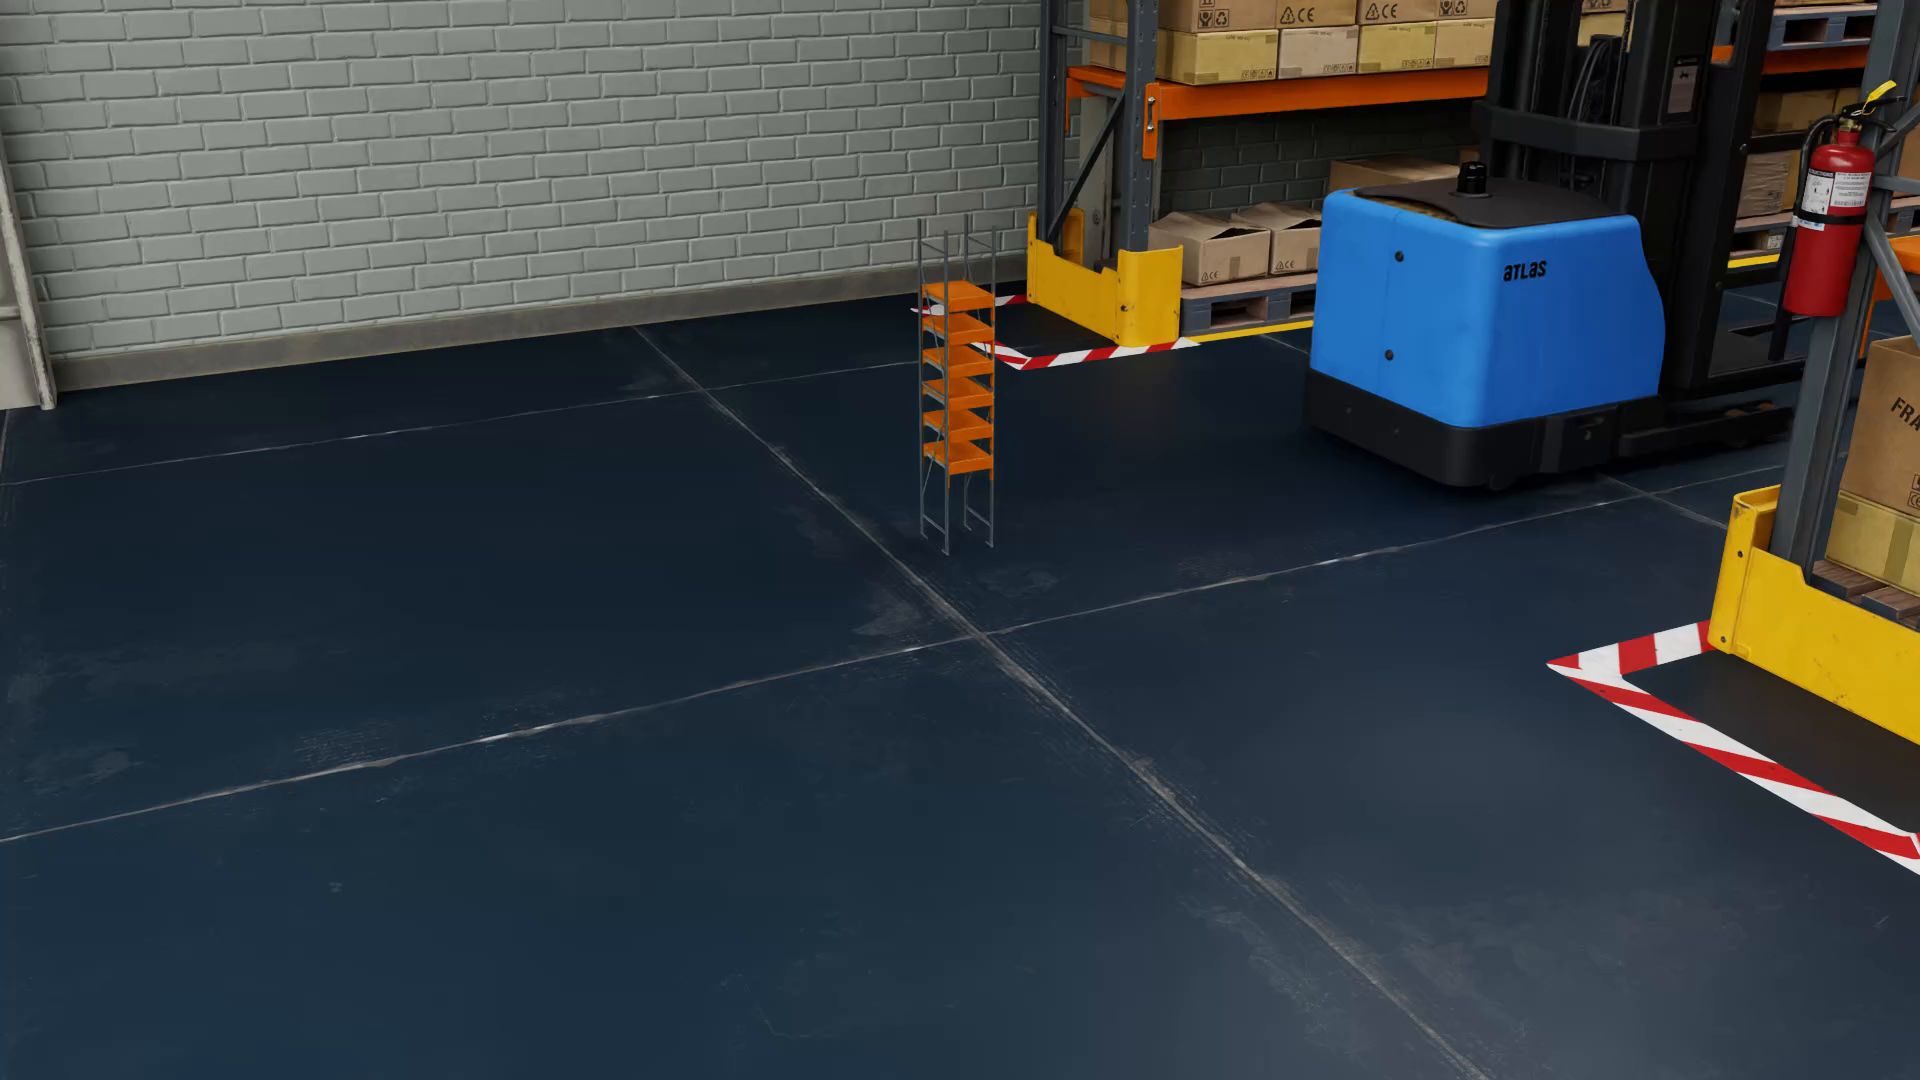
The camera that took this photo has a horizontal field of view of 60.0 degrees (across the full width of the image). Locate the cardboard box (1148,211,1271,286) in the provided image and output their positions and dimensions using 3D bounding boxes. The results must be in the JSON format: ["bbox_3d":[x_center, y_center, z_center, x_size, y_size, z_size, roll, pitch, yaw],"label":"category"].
[{"bbox_3d":[1.366,-1.643,9.238,0.500,0.311,0.500,-14,26,-30],"label":"cardboard box"}]

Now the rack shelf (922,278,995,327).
[{"bbox_3d":[-0.013,-0.844,5.894,0.180,0.103,0.258,-10,25,-24],"label":"rack shelf"}]

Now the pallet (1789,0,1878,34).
[{"bbox_3d":[6.146,-3.494,11.021,1.213,0.211,1.003,-10,25,-24],"label":"pallet"}]

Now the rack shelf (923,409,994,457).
[{"bbox_3d":[-0.013,-0.400,6.078,0.180,0.103,0.258,-10,25,-24],"label":"rack shelf"}]

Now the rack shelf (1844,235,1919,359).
[{"bbox_3d":[4.657,-0.891,5.422,4.000,0.370,1.077,-10,25,-24],"label":"rack shelf"}]

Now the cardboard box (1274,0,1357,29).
[{"bbox_3d":[1.713,-2.939,8.618,0.500,0.500,0.500,-10,25,-23],"label":"cardboard box"}]

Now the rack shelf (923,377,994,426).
[{"bbox_3d":[-0.013,-0.511,6.032,0.180,0.103,0.258,-10,25,-24],"label":"rack shelf"}]

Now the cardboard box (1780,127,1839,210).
[{"bbox_3d":[5.407,-2.541,11.160,0.500,0.500,0.700,-11,25,-25],"label":"cardboard box"}]

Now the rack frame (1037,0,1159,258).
[{"bbox_3d":[0.703,-2.599,8.606,0.127,3.000,1.000,-10,25,-24],"label":"rack frame"}]

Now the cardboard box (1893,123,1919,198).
[{"bbox_3d":[6.335,-2.699,11.541,0.500,0.500,0.700,-11,25,-24],"label":"cardboard box"}]

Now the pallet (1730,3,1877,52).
[{"bbox_3d":[5.059,-3.250,10.430,1.213,0.211,1.003,-10,25,-24],"label":"pallet"}]

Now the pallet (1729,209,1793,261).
[{"bbox_3d":[5.008,-2.103,11.055,1.213,0.211,1.003,-10,25,-24],"label":"pallet"}]

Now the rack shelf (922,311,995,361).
[{"bbox_3d":[-0.013,-0.733,5.940,0.180,0.103,0.258,-10,25,-24],"label":"rack shelf"}]

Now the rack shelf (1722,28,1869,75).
[{"bbox_3d":[6.110,-3.261,11.148,4.000,0.370,1.077,-10,25,-24],"label":"rack shelf"}]

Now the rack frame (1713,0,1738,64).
[{"bbox_3d":[4.307,-3.262,10.209,0.127,3.000,1.000,-10,25,-24],"label":"rack frame"}]

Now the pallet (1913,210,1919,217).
[{"bbox_3d":[7.207,-2.508,12.033,1.213,0.211,1.003,-10,25,-24],"label":"pallet"}]

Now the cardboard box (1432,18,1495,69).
[{"bbox_3d":[2.660,-2.767,9.182,0.500,0.250,0.500,-10,25,-23],"label":"cardboard box"}]

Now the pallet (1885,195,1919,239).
[{"bbox_3d":[6.109,-2.307,11.548,1.213,0.211,1.003,-10,25,-24],"label":"pallet"}]

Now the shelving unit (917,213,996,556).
[{"bbox_3d":[-0.013,-0.552,6.015,0.189,1.200,0.258,-10,25,-24],"label":"shelving unit"}]

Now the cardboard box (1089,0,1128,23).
[{"bbox_3d":[1.036,-3.036,8.853,0.500,0.500,0.500,-11,25,-24],"label":"cardboard box"}]

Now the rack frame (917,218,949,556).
[{"bbox_3d":[-0.095,-0.537,5.978,0.006,1.200,0.240,-10,25,-24],"label":"rack frame"}]

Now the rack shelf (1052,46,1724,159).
[{"bbox_3d":[2.505,-2.598,9.545,4.000,0.370,1.077,-10,25,-24],"label":"rack shelf"}]

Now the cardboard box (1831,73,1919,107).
[{"bbox_3d":[6.283,-3.023,11.344,0.500,0.250,0.500,-11,25,-24],"label":"cardboard box"}]

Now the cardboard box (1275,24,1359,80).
[{"bbox_3d":[1.742,-2.601,8.782,0.500,0.250,0.500,-11,25,-25],"label":"cardboard box"}]

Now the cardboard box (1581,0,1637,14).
[{"bbox_3d":[3.568,-3.279,9.438,0.500,0.500,0.500,-11,25,-24],"label":"cardboard box"}]

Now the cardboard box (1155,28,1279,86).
[{"bbox_3d":[1.281,-2.510,8.562,0.500,0.250,0.500,-11,25,-25],"label":"cardboard box"}]

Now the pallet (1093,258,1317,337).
[{"bbox_3d":[1.519,-1.445,9.466,1.213,0.211,1.003,-10,25,-24],"label":"pallet"}]

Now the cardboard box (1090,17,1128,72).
[{"bbox_3d":[1.040,-2.683,8.979,0.500,0.250,0.500,-10,25,-23],"label":"cardboard box"}]

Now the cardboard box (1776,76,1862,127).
[{"bbox_3d":[5.826,-2.947,11.159,0.500,0.250,0.500,-11,25,-25],"label":"cardboard box"}]

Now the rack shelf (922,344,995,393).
[{"bbox_3d":[-0.013,-0.622,5.986,0.180,0.103,0.258,-10,25,-24],"label":"rack shelf"}]

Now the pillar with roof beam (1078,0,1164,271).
[{"bbox_3d":[2.826,-4.301,4.875,0.400,9.000,9.100,-10,25,-24],"label":"pillar with roof beam"}]

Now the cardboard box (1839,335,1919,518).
[{"bbox_3d":[3.209,-0.354,5.248,0.500,0.500,0.500,-10,25,-24],"label":"cardboard box"}]

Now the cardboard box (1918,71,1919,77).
[{"bbox_3d":[6.745,-3.110,11.554,0.500,0.250,0.500,-10,24,-23],"label":"cardboard box"}]

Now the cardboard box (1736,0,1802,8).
[{"bbox_3d":[4.781,-3.584,10.281,0.500,0.500,0.700,-10,25,-23],"label":"cardboard box"}]

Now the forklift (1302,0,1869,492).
[{"bbox_3d":[3.065,-1.922,7.060,3.031,2.935,1.130,-11,25,-24],"label":"forklift"}]

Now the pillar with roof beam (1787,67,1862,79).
[{"bbox_3d":[8.232,-5.296,7.279,0.400,9.000,9.100,-10,25,-24],"label":"pillar with roof beam"}]

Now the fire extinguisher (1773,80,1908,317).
[{"bbox_3d":[2.547,-0.997,4.837,0.183,0.674,0.296,-10,25,-24],"label":"fire extinguisher"}]

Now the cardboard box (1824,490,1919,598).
[{"bbox_3d":[3.210,-0.006,5.390,0.500,0.250,0.500,-10,25,-24],"label":"cardboard box"}]

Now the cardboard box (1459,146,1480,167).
[{"bbox_3d":[3.390,-2.124,10.153,0.500,0.500,0.500,-12,26,-28],"label":"cardboard box"}]

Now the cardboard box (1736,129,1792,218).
[{"bbox_3d":[4.963,-2.438,10.911,0.500,0.500,0.700,-10,24,-22],"label":"cardboard box"}]

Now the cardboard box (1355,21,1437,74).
[{"bbox_3d":[2.204,-2.684,8.981,0.500,0.250,0.500,-11,25,-24],"label":"cardboard box"}]

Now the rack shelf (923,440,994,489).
[{"bbox_3d":[-0.013,-0.289,6.124,0.180,0.103,0.258,-10,25,-24],"label":"rack shelf"}]

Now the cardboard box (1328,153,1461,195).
[{"bbox_3d":[2.562,-1.930,9.683,0.500,0.500,0.700,-12,25,-27],"label":"cardboard box"}]

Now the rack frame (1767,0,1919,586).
[{"bbox_3d":[2.855,-0.892,4.483,0.127,3.000,1.000,-10,25,-24],"label":"rack frame"}]

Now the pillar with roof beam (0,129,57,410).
[{"bbox_3d":[-2.581,-3.306,2.471,0.400,9.000,9.100,-10,25,-24],"label":"pillar with roof beam"}]

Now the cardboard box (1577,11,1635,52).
[{"bbox_3d":[3.560,-2.939,9.599,0.500,0.250,0.500,-10,25,-23],"label":"cardboard box"}]

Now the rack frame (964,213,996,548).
[{"bbox_3d":[0.069,-0.567,6.051,0.006,1.200,0.240,-10,25,-24],"label":"rack frame"}]

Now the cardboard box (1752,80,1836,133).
[{"bbox_3d":[5.359,-2.859,10.947,0.500,0.250,0.500,-11,25,-25],"label":"cardboard box"}]

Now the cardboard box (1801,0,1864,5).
[{"bbox_3d":[5.287,-3.674,10.499,0.500,0.500,0.700,-8,24,-18],"label":"cardboard box"}]

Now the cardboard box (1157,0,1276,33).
[{"bbox_3d":[1.264,-2.861,8.428,0.500,0.500,0.500,-10,25,-24],"label":"cardboard box"}]

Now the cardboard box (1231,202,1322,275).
[{"bbox_3d":[1.879,-1.738,9.467,0.500,0.311,0.500,-8,24,-19],"label":"cardboard box"}]

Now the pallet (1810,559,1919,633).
[{"bbox_3d":[3.526,0.255,5.358,1.213,0.211,1.003,-10,25,-24],"label":"pallet"}]

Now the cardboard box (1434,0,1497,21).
[{"bbox_3d":[2.642,-3.112,9.037,0.500,0.500,0.500,-10,24,-22],"label":"cardboard box"}]

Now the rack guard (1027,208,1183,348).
[{"bbox_3d":[0.772,-1.456,9.114,0.348,0.500,1.175,-10,25,-24],"label":"rack guard"}]

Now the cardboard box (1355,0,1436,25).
[{"bbox_3d":[2.182,-3.023,8.820,0.500,0.500,0.500,-11,25,-25],"label":"cardboard box"}]

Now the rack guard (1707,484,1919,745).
[{"bbox_3d":[2.833,0.267,4.952,0.348,0.500,1.175,-10,25,-24],"label":"rack guard"}]
